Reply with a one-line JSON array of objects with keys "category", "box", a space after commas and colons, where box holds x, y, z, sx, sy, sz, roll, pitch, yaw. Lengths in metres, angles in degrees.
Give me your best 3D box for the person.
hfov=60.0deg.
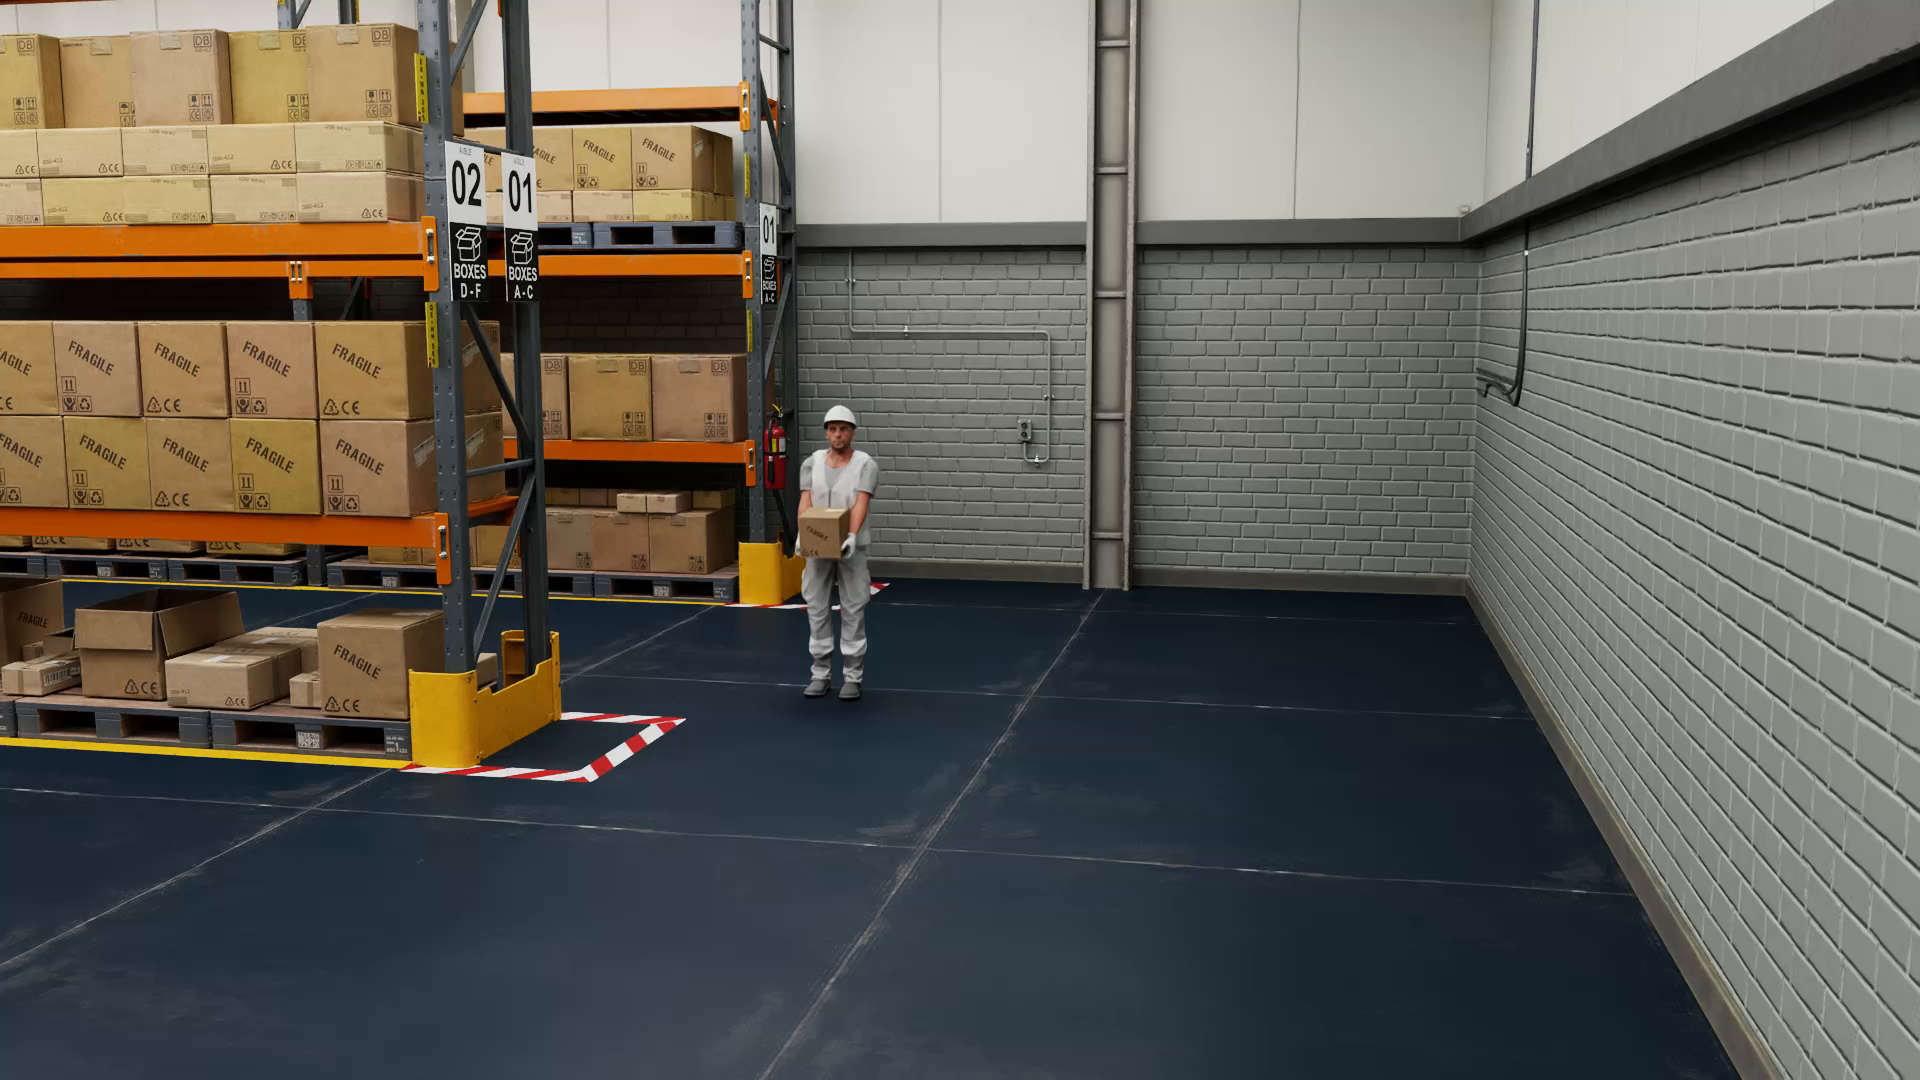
[{"category": "person", "box": [-0.762, 0.081, 10.138, 0.495, 1.786, 0.559, 2, 8, 11]}]
